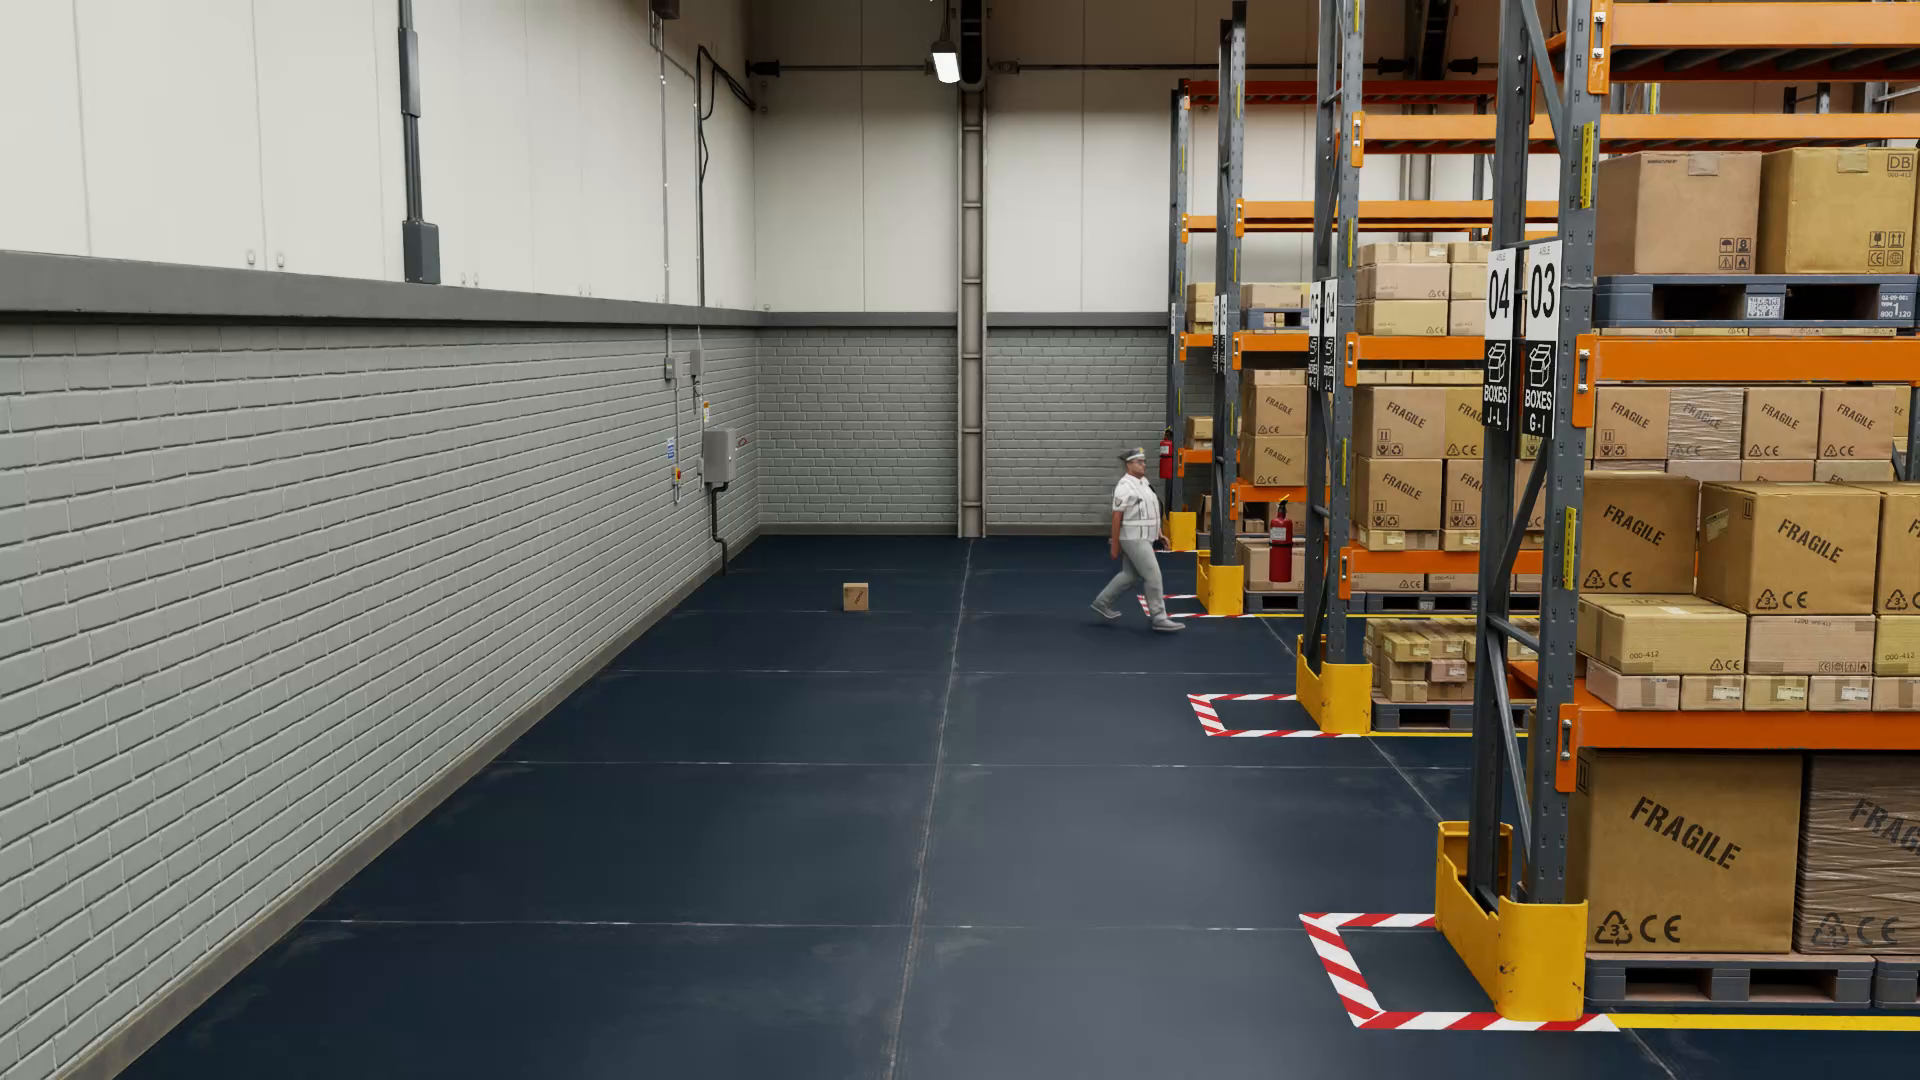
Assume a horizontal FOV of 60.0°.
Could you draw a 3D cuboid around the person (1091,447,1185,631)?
[{"bbox_3d":[1.715,-0.029,15.878,1.016,1.723,0.529,4,8,27],"label":"person"}]
